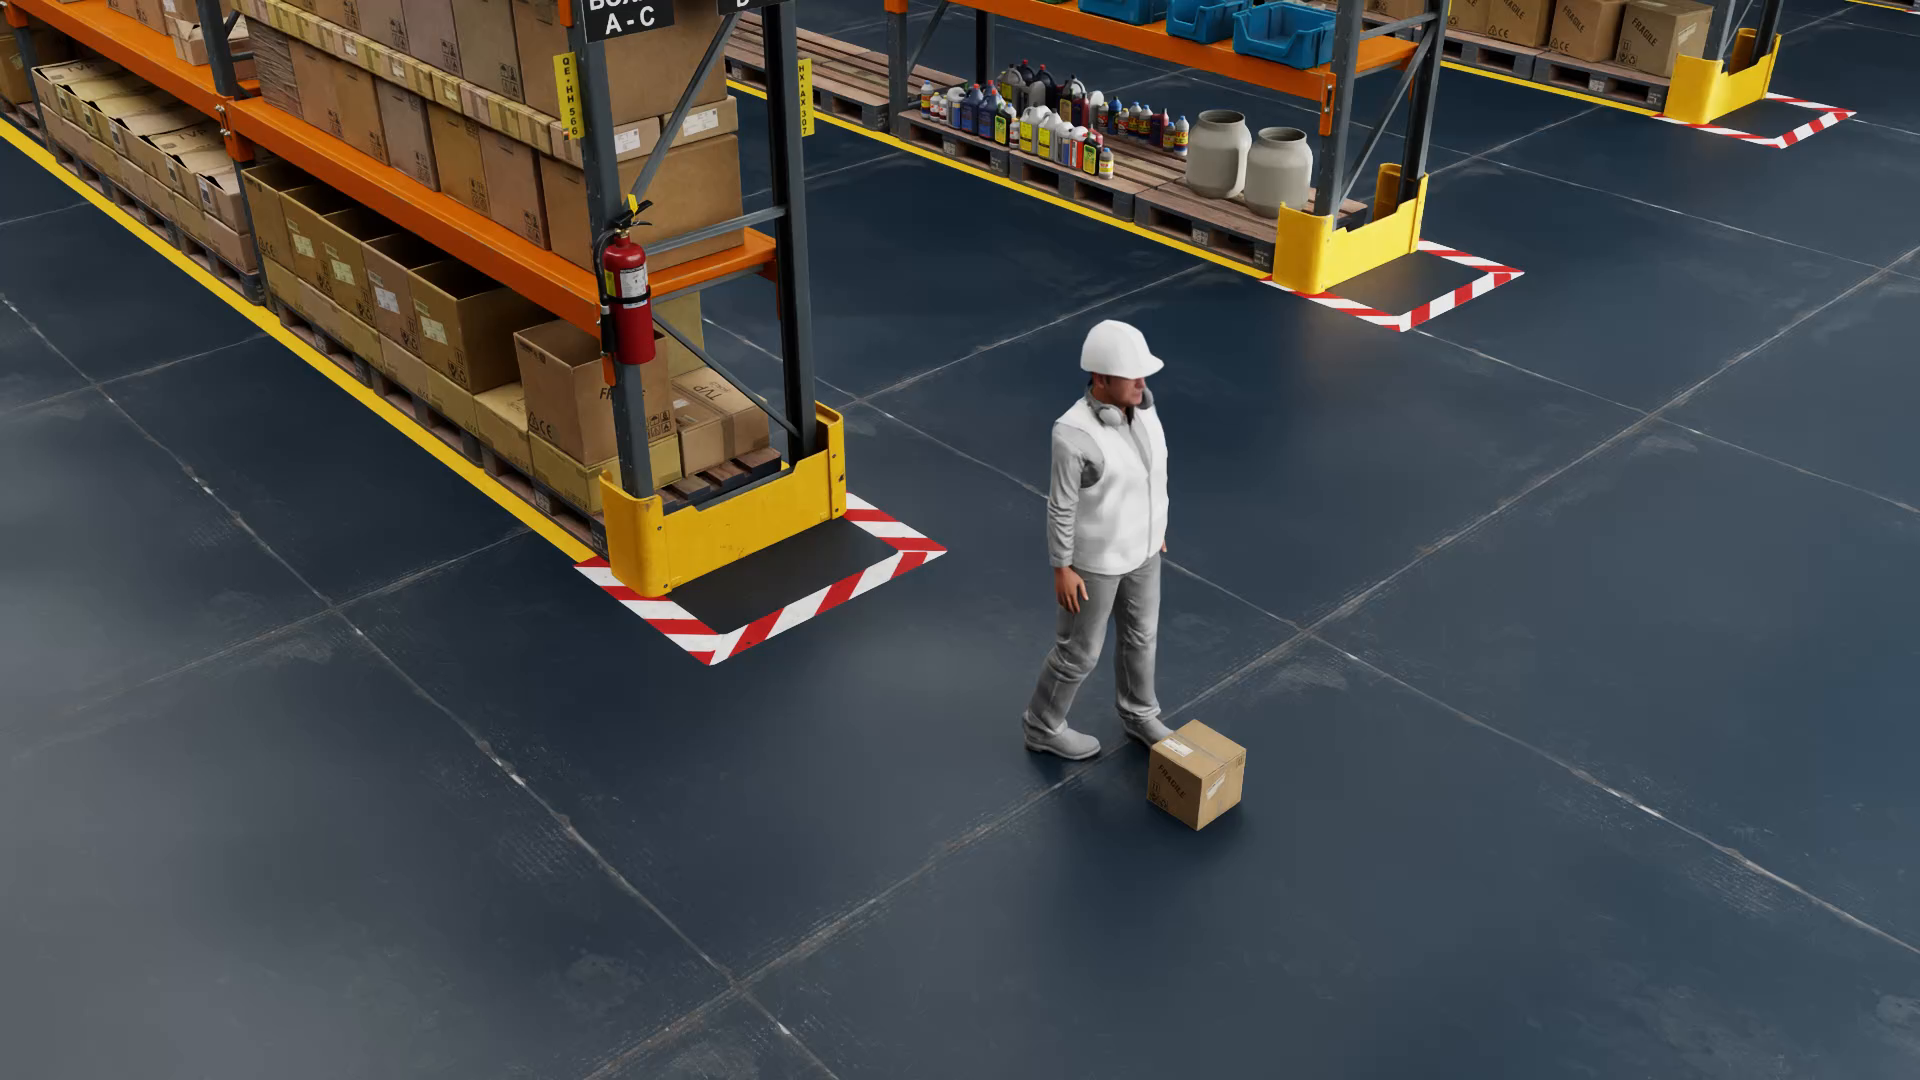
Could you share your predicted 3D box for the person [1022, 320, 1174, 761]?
[{"bbox_3d":[0.588,0.043,6.042,0.563,1.783,0.566,24,39,34],"label":"person"}]
